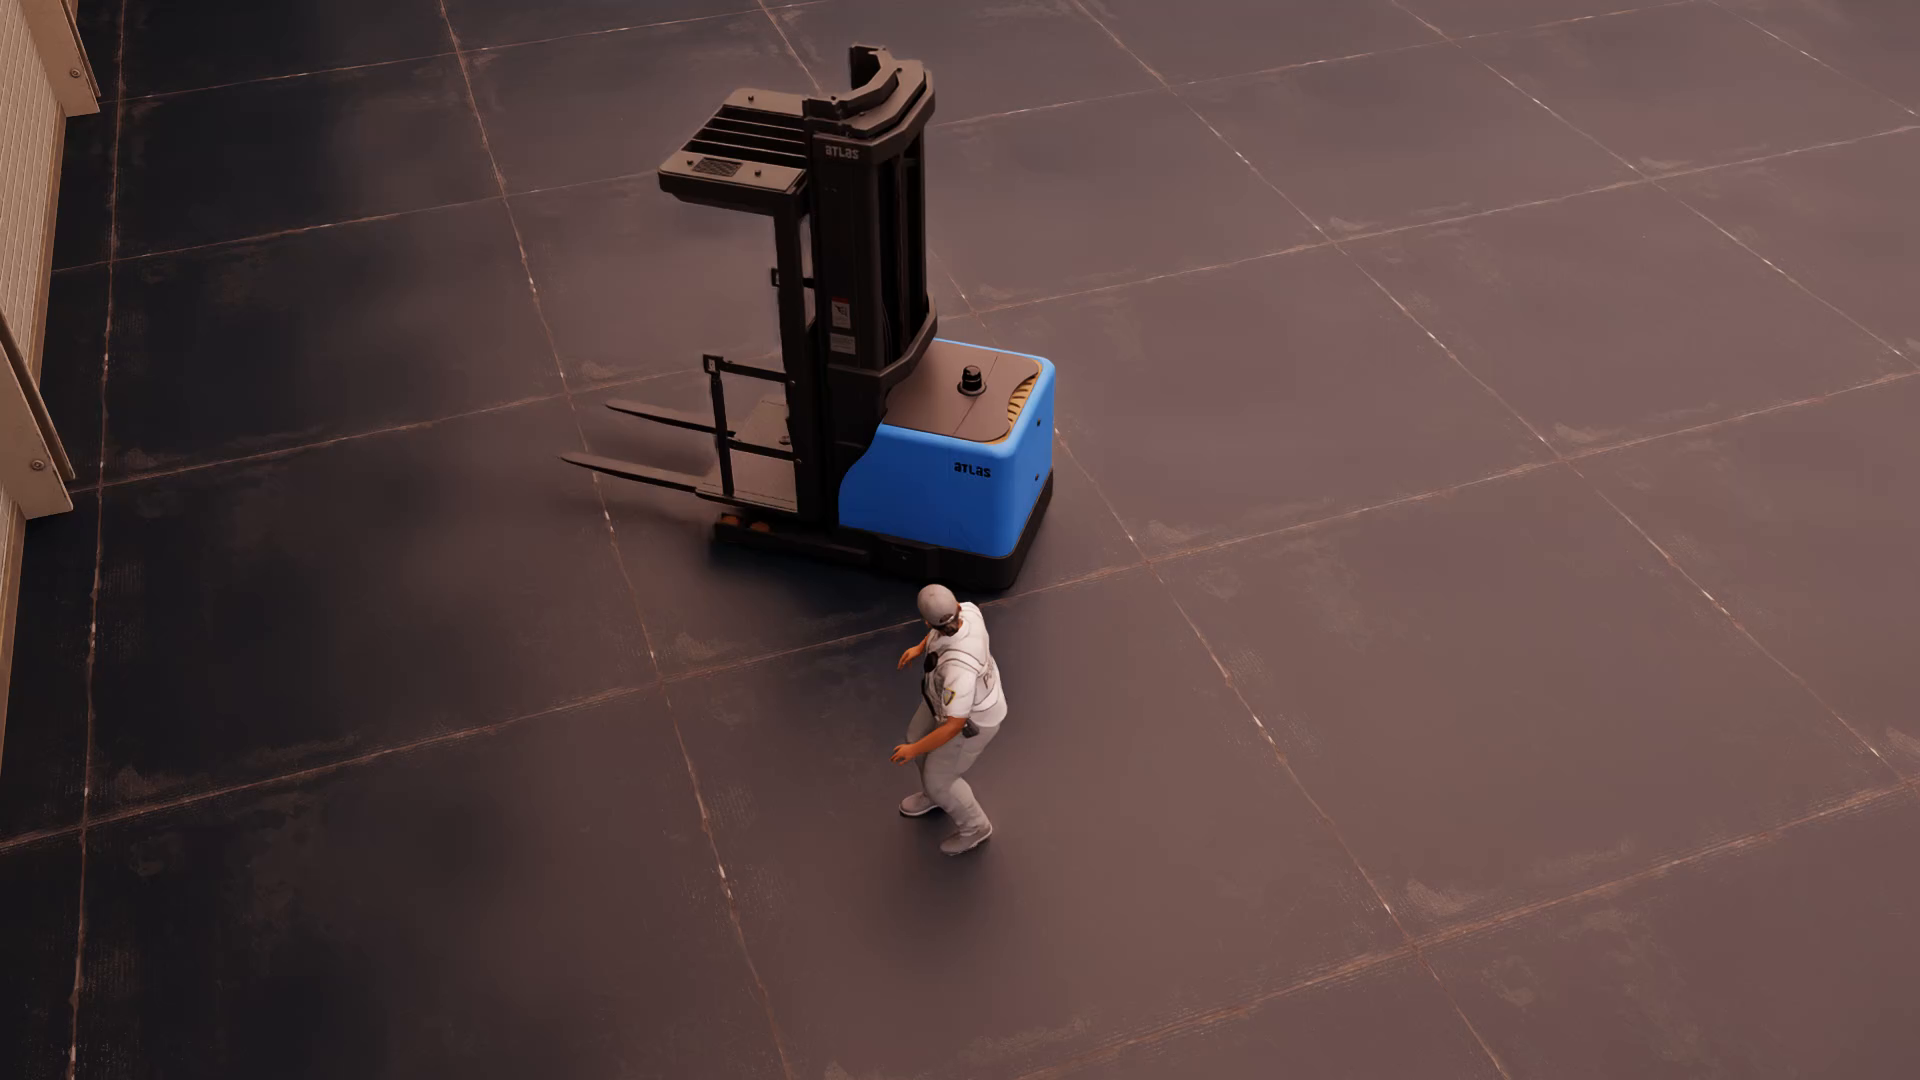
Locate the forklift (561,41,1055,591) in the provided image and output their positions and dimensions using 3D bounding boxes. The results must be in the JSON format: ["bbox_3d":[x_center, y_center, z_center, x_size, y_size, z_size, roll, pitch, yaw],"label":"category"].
[{"bbox_3d":[-0.993,-1.378,9.638,3.031,2.935,1.130,12,41,14],"label":"forklift"}]

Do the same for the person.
[{"bbox_3d":[-0.070,0.846,8.055,0.597,1.619,0.720,-5,40,-6],"label":"person"}]
